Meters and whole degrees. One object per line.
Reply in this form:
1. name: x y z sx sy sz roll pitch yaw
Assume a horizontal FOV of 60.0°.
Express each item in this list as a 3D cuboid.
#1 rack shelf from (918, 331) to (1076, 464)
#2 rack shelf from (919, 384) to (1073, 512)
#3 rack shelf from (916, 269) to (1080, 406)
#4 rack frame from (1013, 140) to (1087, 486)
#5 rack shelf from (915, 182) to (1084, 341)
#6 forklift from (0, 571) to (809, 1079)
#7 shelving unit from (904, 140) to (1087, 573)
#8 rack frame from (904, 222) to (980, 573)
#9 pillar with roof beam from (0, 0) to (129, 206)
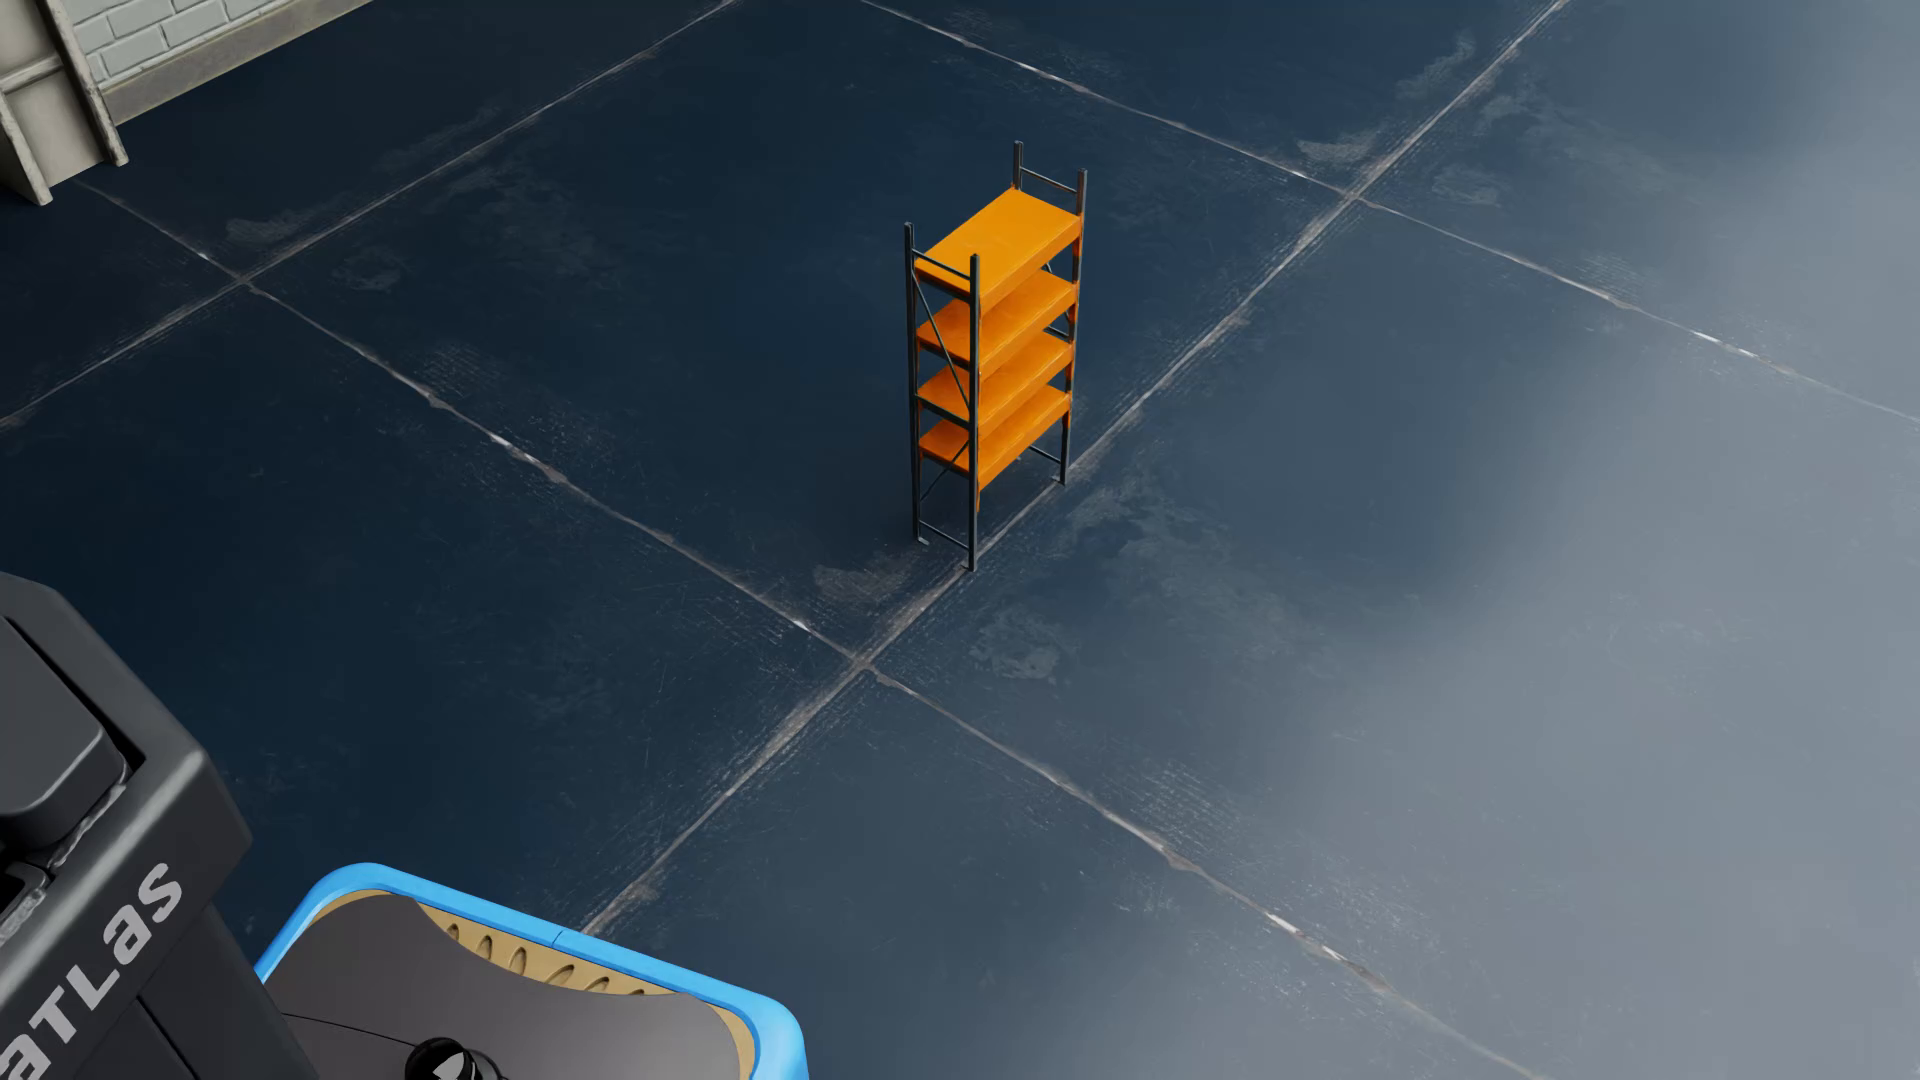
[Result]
1. rack shelf: 0.101 -0.463 4.955 0.258 0.148 0.480 29 53 25
2. rack shelf: 0.101 -0.326 5.099 0.258 0.148 0.480 29 53 25
3. rack shelf: 0.101 -0.617 4.794 0.258 0.148 0.480 29 53 25
4. rack frame: 0.250 -0.649 5.040 0.240 1.200 0.015 29 53 25
5. rack shelf: 0.101 -0.781 4.622 0.258 0.148 0.480 29 53 25
6. forklift: -1.246 1.453 1.835 1.130 2.935 3.031 15 48 14
7. shelving unit: 0.101 -0.509 4.907 0.258 1.200 0.503 29 53 25
8. rack frame: -0.048 -0.370 4.773 0.240 1.200 0.015 29 53 25
9. pillar with roof beam: -0.185 -2.689 1.595 9.100 9.000 0.400 29 53 25
